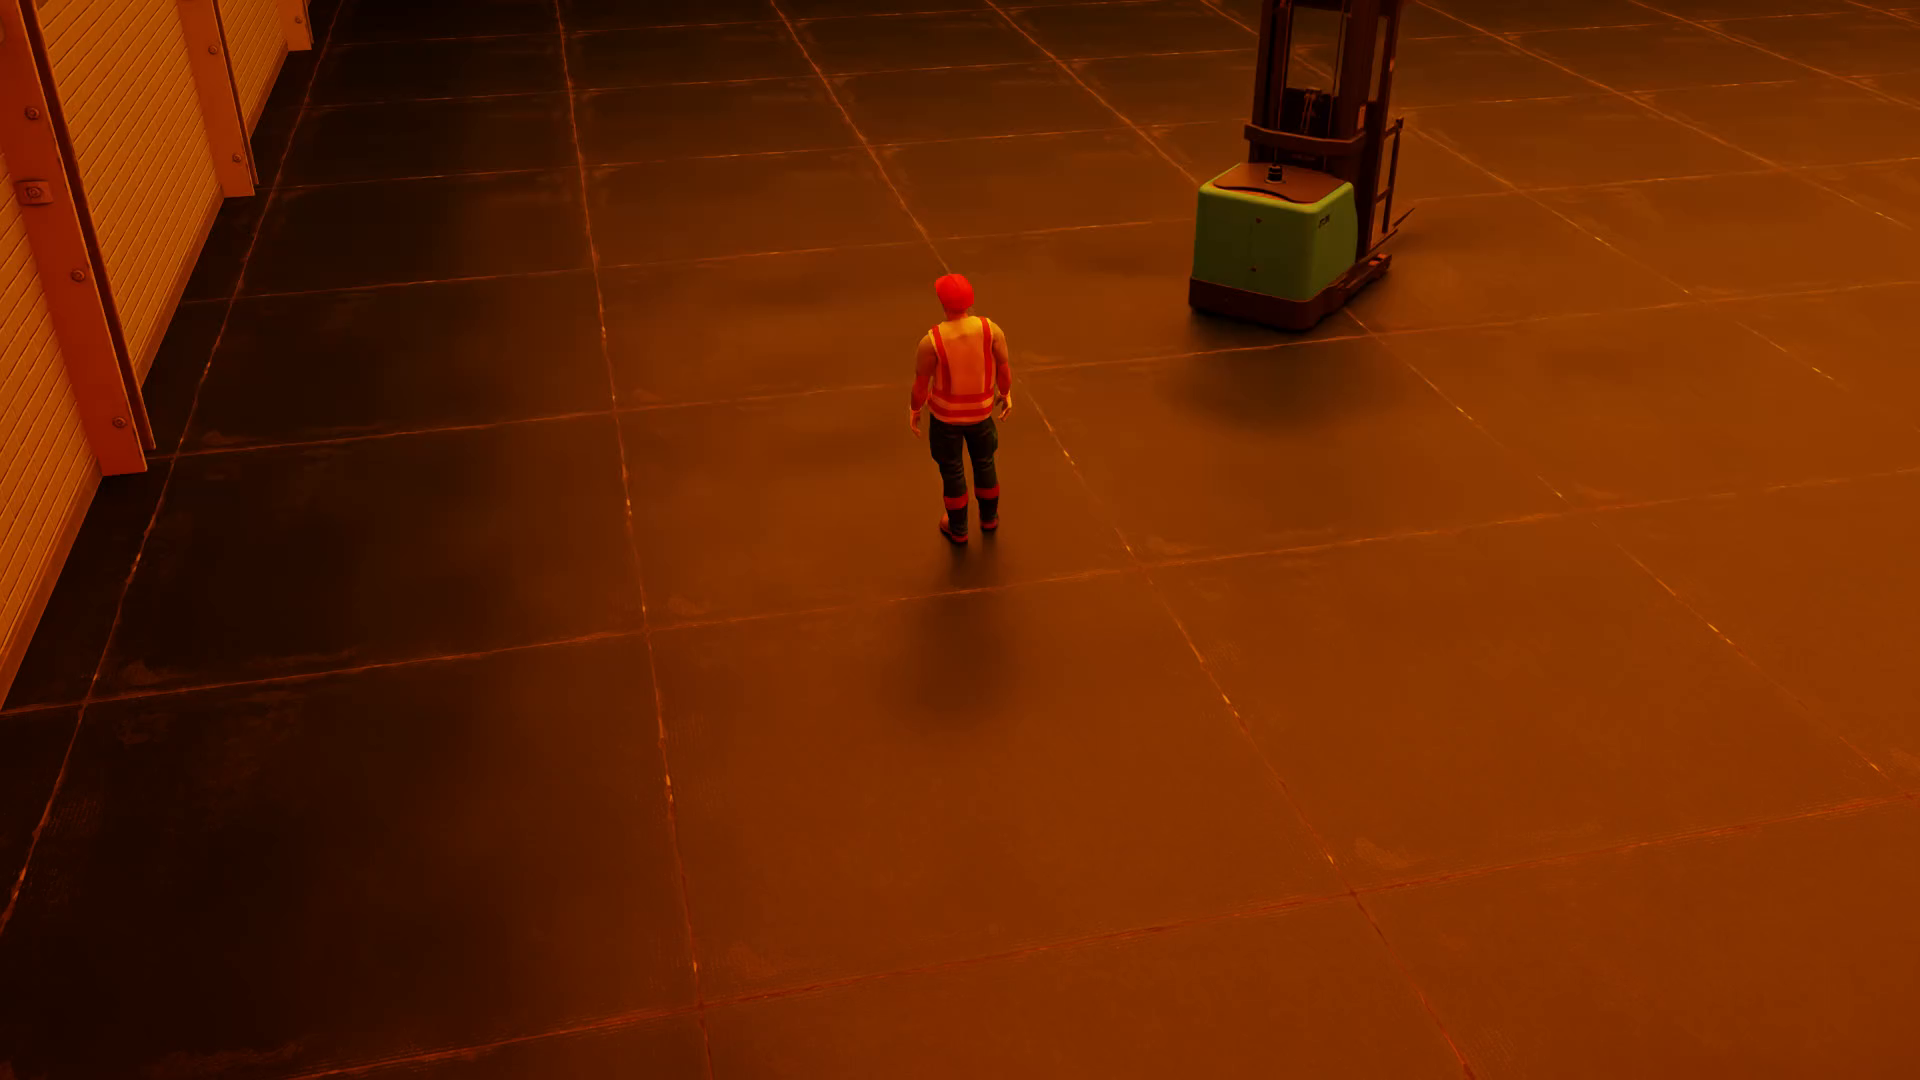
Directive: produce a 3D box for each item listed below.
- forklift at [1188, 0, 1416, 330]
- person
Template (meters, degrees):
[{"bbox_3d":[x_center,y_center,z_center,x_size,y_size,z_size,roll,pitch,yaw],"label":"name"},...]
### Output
[{"bbox_3d":[3.112,-3.637,13.856,1.130,2.935,3.031,18,35,28],"label":"forklift"},{"bbox_3d":[-0.006,-0.821,10.118,0.637,1.787,0.564,-7,31,-12],"label":"person"}]
